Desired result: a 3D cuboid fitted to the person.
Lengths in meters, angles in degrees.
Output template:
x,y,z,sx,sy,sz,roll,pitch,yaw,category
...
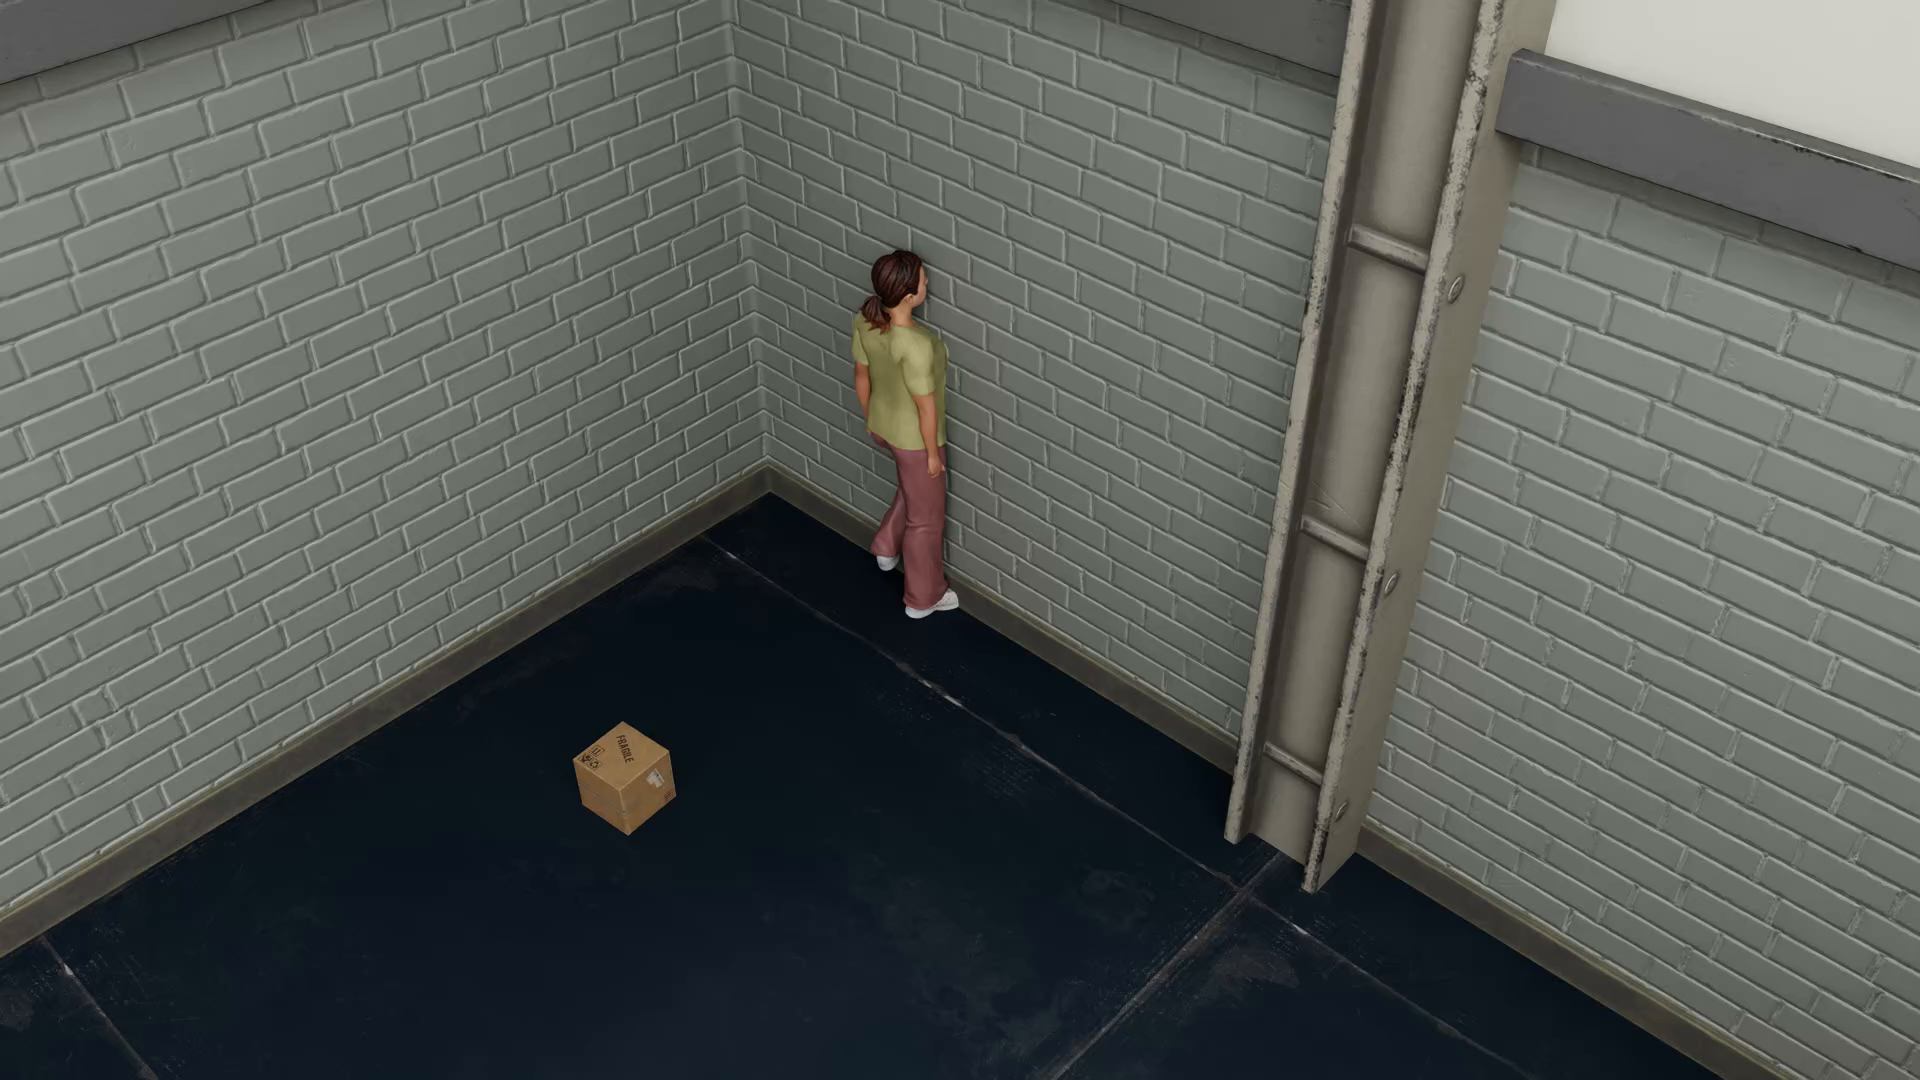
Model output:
x,y,z,sx,sy,sz,roll,pitch,yaw,category
-0.174,-0.438,6.687,0.470,1.673,0.431,-30,48,-31,person
